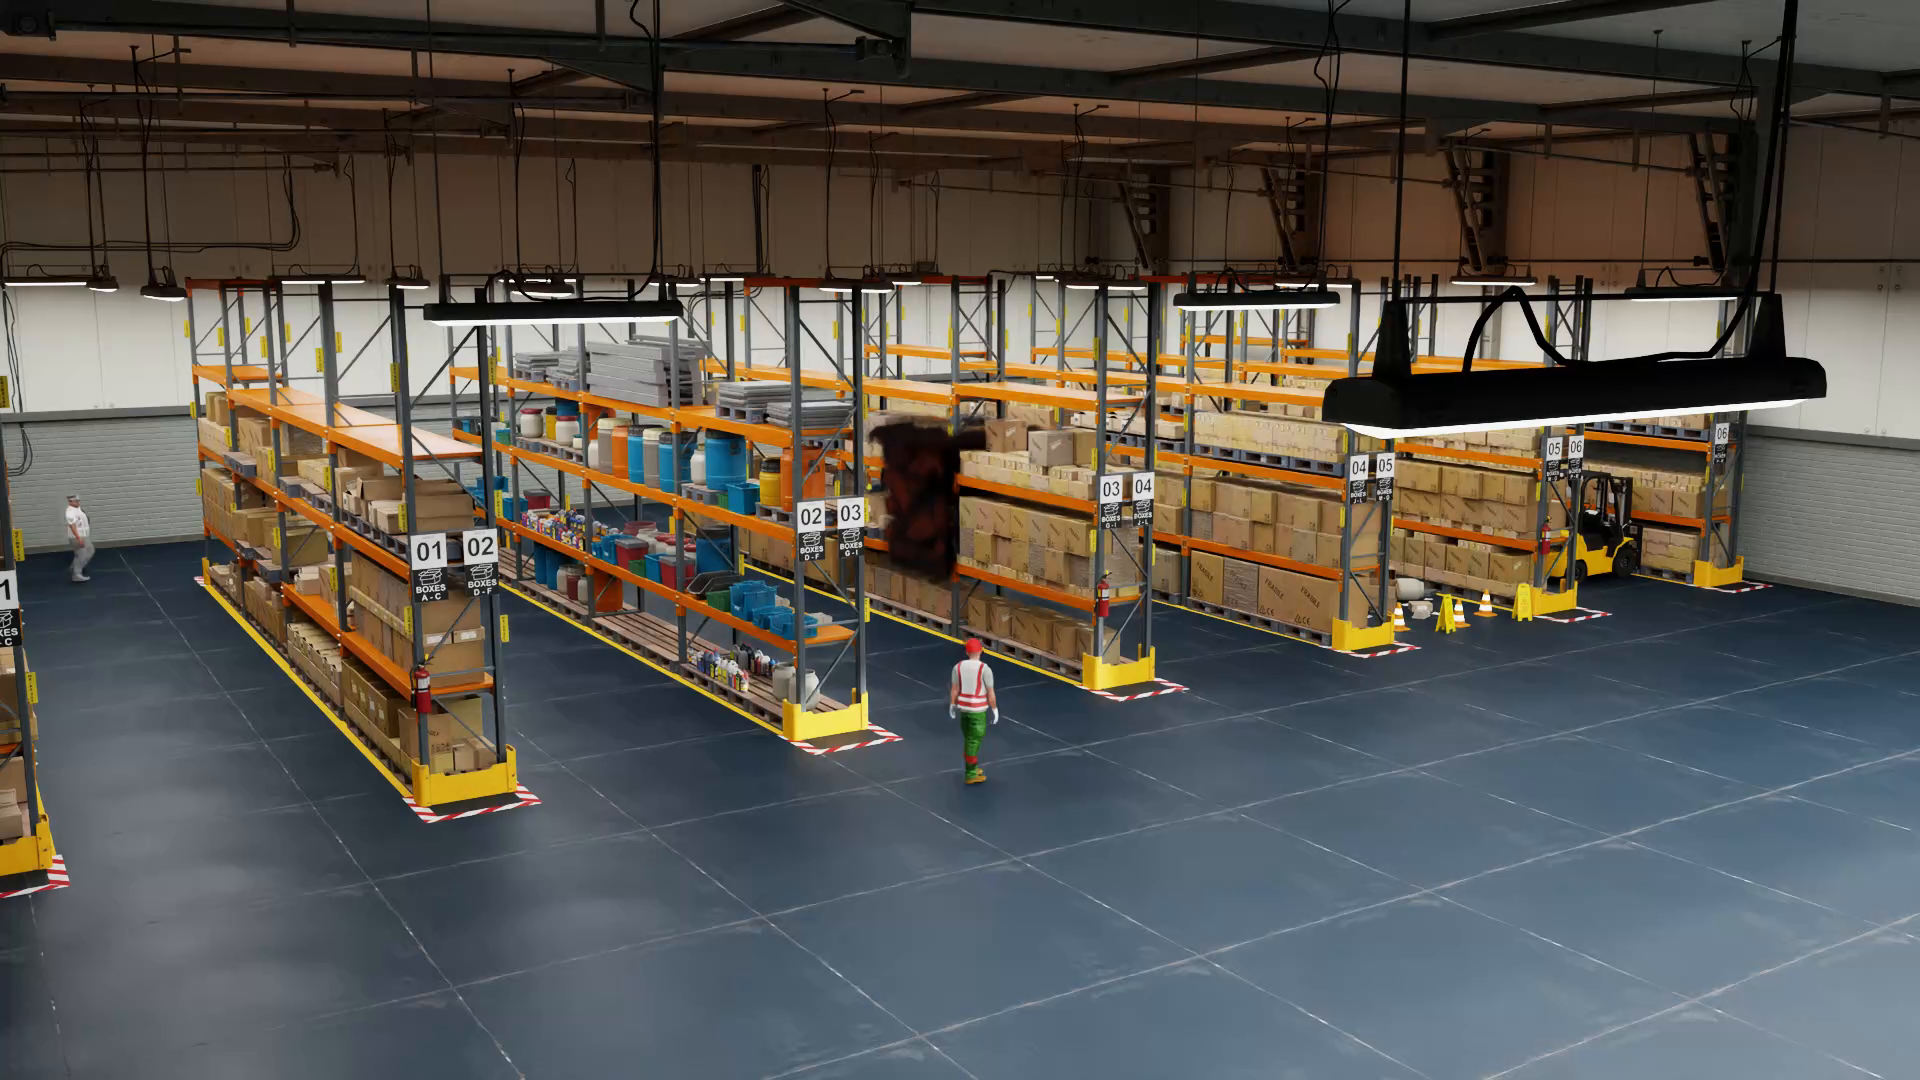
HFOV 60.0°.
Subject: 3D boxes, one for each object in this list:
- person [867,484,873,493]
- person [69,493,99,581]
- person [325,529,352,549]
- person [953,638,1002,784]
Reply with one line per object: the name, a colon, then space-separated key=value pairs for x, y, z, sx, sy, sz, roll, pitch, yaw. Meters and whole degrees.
person: x=-1.913 y=-0.326 z=34.841 sx=0.599 sy=1.727 sz=0.982 roll=-6 pitch=11 yaw=-34
person: x=-17.414 y=-0.054 z=33.008 sx=0.509 sy=1.779 sz=0.557 roll=-4 pitch=10 yaw=-24
person: x=-13.778 y=-0.573 z=36.043 sx=1.049 sy=1.727 sz=0.689 roll=-4 pitch=11 yaw=-25
person: x=0.233 y=2.081 z=20.360 sx=0.492 sy=1.805 sz=0.630 roll=-9 pitch=13 yaw=-44
